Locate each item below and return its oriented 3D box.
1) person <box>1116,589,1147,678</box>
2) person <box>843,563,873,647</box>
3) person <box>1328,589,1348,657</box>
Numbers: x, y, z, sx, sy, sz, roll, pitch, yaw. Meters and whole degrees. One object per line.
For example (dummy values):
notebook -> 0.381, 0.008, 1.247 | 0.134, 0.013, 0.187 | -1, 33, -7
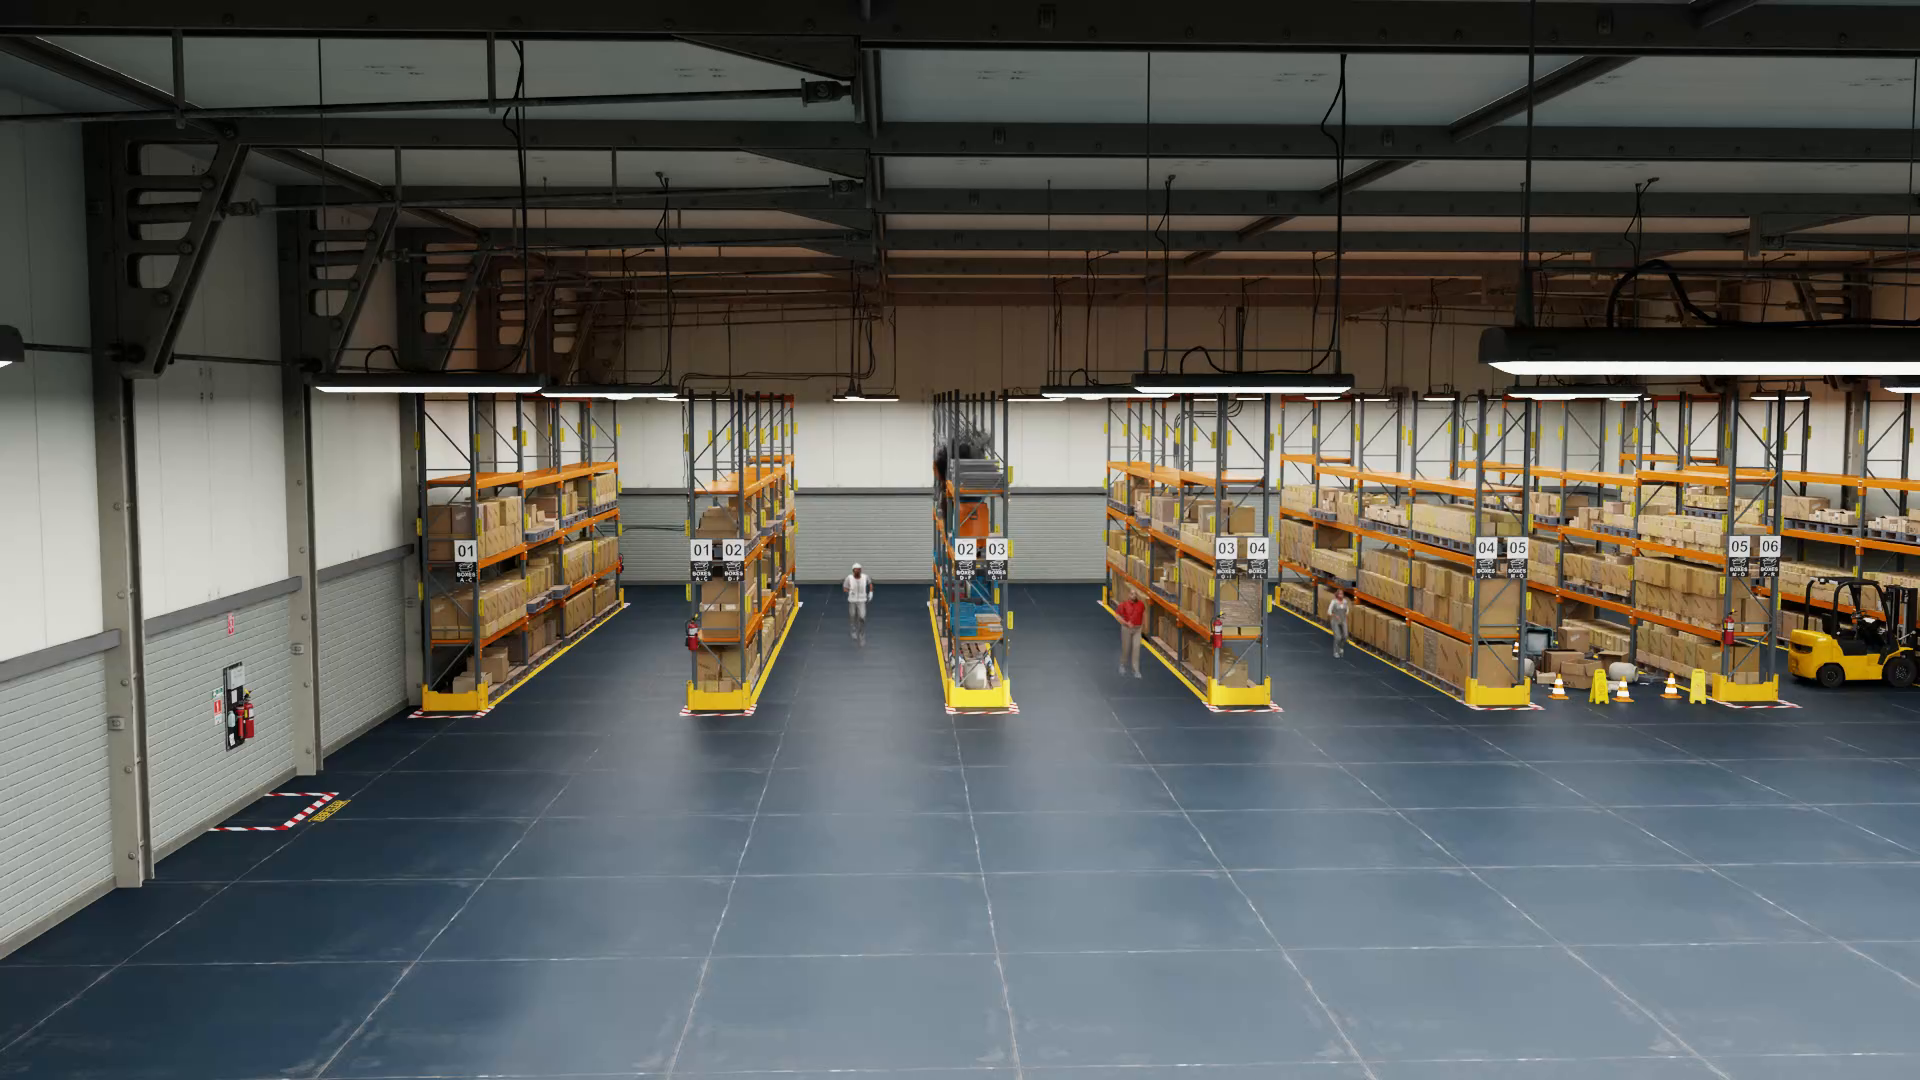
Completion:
person -> 3.461, 1.863, 33.462 | 0.688, 1.782, 0.793 | -1, 5, -14
person -> -2.334, 1.482, 38.079 | 0.702, 1.909, 0.727 | -1, 5, -7
person -> 8.546, 1.881, 37.447 | 0.529, 1.565, 0.569 | 0, 5, -6
